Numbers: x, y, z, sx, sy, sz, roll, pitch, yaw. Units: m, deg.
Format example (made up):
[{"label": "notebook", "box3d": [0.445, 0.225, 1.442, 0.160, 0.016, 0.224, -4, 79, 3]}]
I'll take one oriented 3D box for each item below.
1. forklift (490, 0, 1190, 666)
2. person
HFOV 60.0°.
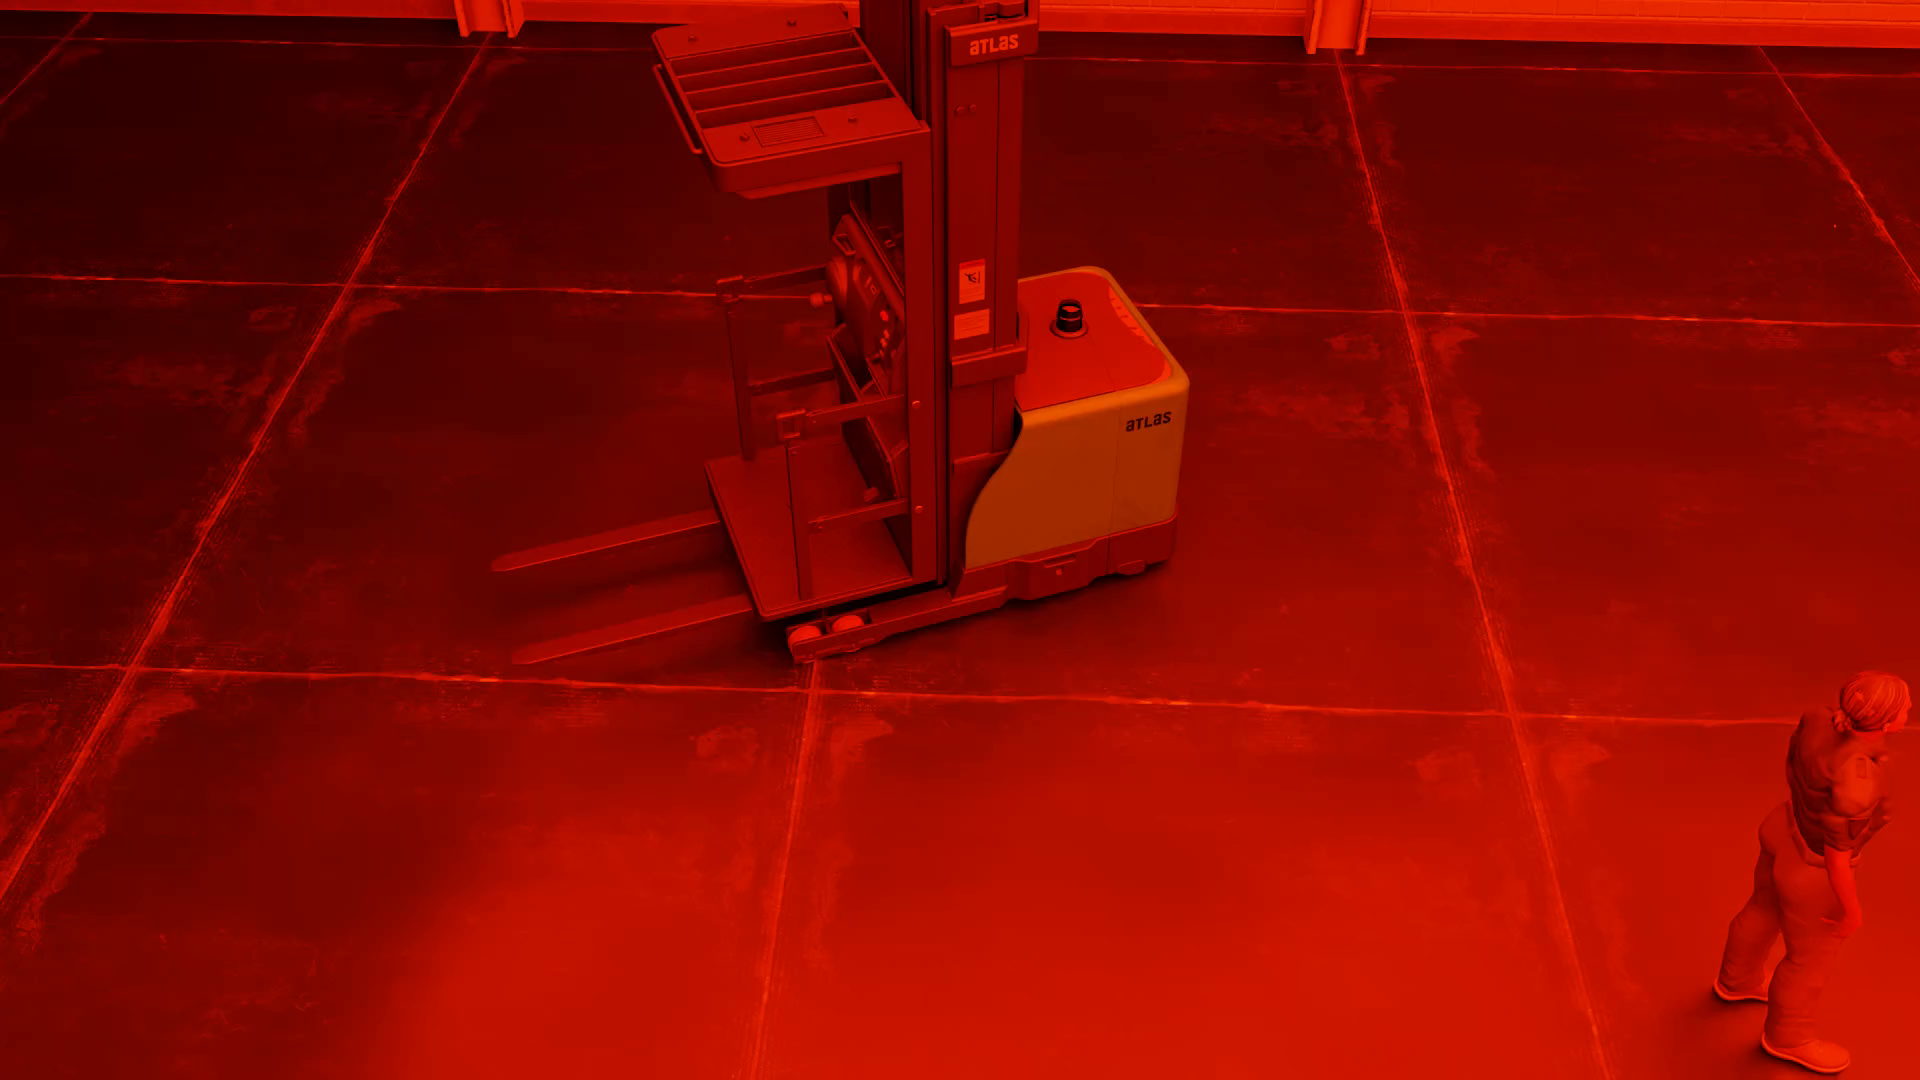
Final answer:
[{"label": "forklift", "box3d": [-0.573, -0.945, 6.778, 3.031, 2.935, 1.130, -13, 44, -14]}, {"label": "person", "box3d": [2.904, 1.069, 5.508, 0.504, 1.654, 0.570, 3, 42, 3]}]
